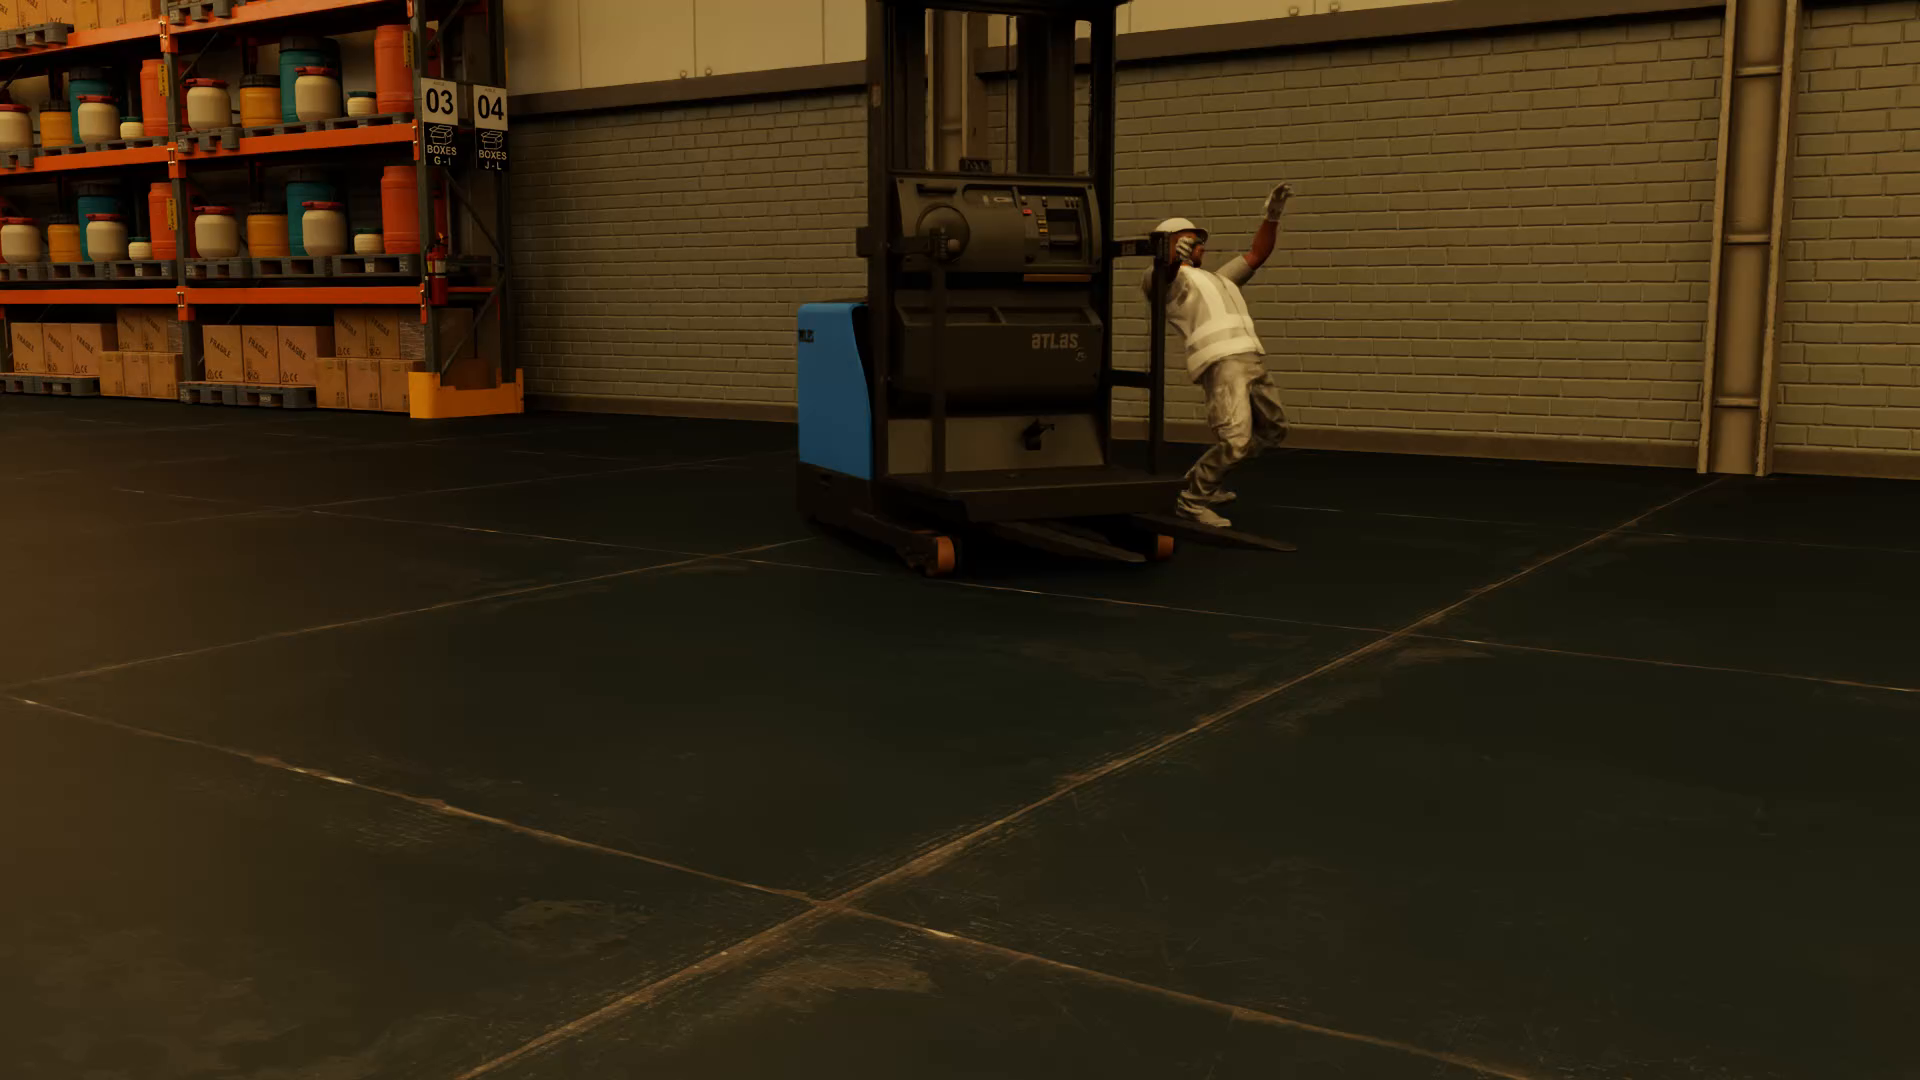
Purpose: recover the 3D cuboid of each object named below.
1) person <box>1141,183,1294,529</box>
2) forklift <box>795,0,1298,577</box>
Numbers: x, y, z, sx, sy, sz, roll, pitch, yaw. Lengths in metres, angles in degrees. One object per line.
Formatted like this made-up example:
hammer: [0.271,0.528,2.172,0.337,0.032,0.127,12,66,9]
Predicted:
person: [1.112,-0.865,7.860,0.686,1.631,1.088,5,9,29]
forklift: [0.258,-1.373,6.847,1.130,2.935,3.031,-4,9,-24]
